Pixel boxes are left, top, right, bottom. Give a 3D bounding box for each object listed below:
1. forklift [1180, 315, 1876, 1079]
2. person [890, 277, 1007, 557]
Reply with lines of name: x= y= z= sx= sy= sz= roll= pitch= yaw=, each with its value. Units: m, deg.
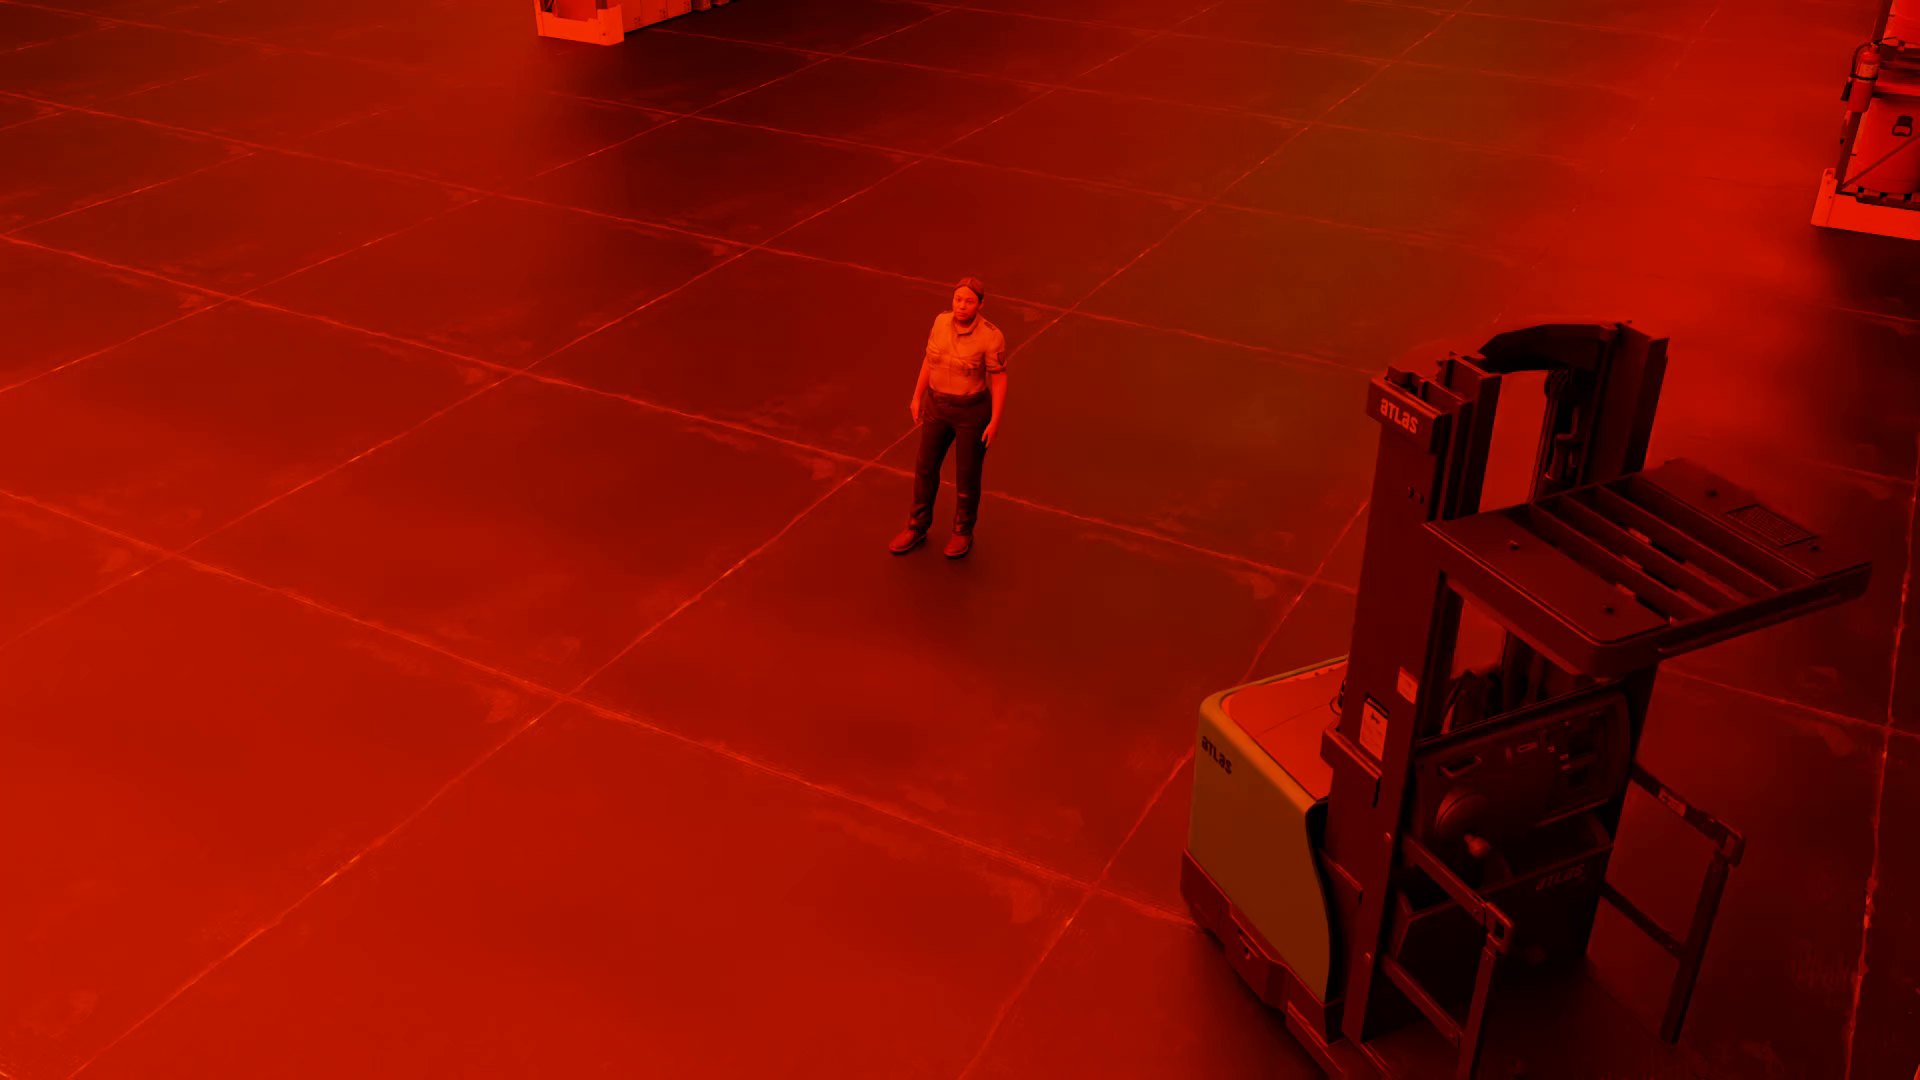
forklift: x=2.039 y=0.861 z=5.579 sx=1.130 sy=2.935 sz=3.031 roll=-13 pitch=33 yaw=-22
person: x=-0.063 y=-0.687 z=9.529 sx=0.598 sy=1.651 sz=0.503 roll=15 pitch=33 yaw=25
